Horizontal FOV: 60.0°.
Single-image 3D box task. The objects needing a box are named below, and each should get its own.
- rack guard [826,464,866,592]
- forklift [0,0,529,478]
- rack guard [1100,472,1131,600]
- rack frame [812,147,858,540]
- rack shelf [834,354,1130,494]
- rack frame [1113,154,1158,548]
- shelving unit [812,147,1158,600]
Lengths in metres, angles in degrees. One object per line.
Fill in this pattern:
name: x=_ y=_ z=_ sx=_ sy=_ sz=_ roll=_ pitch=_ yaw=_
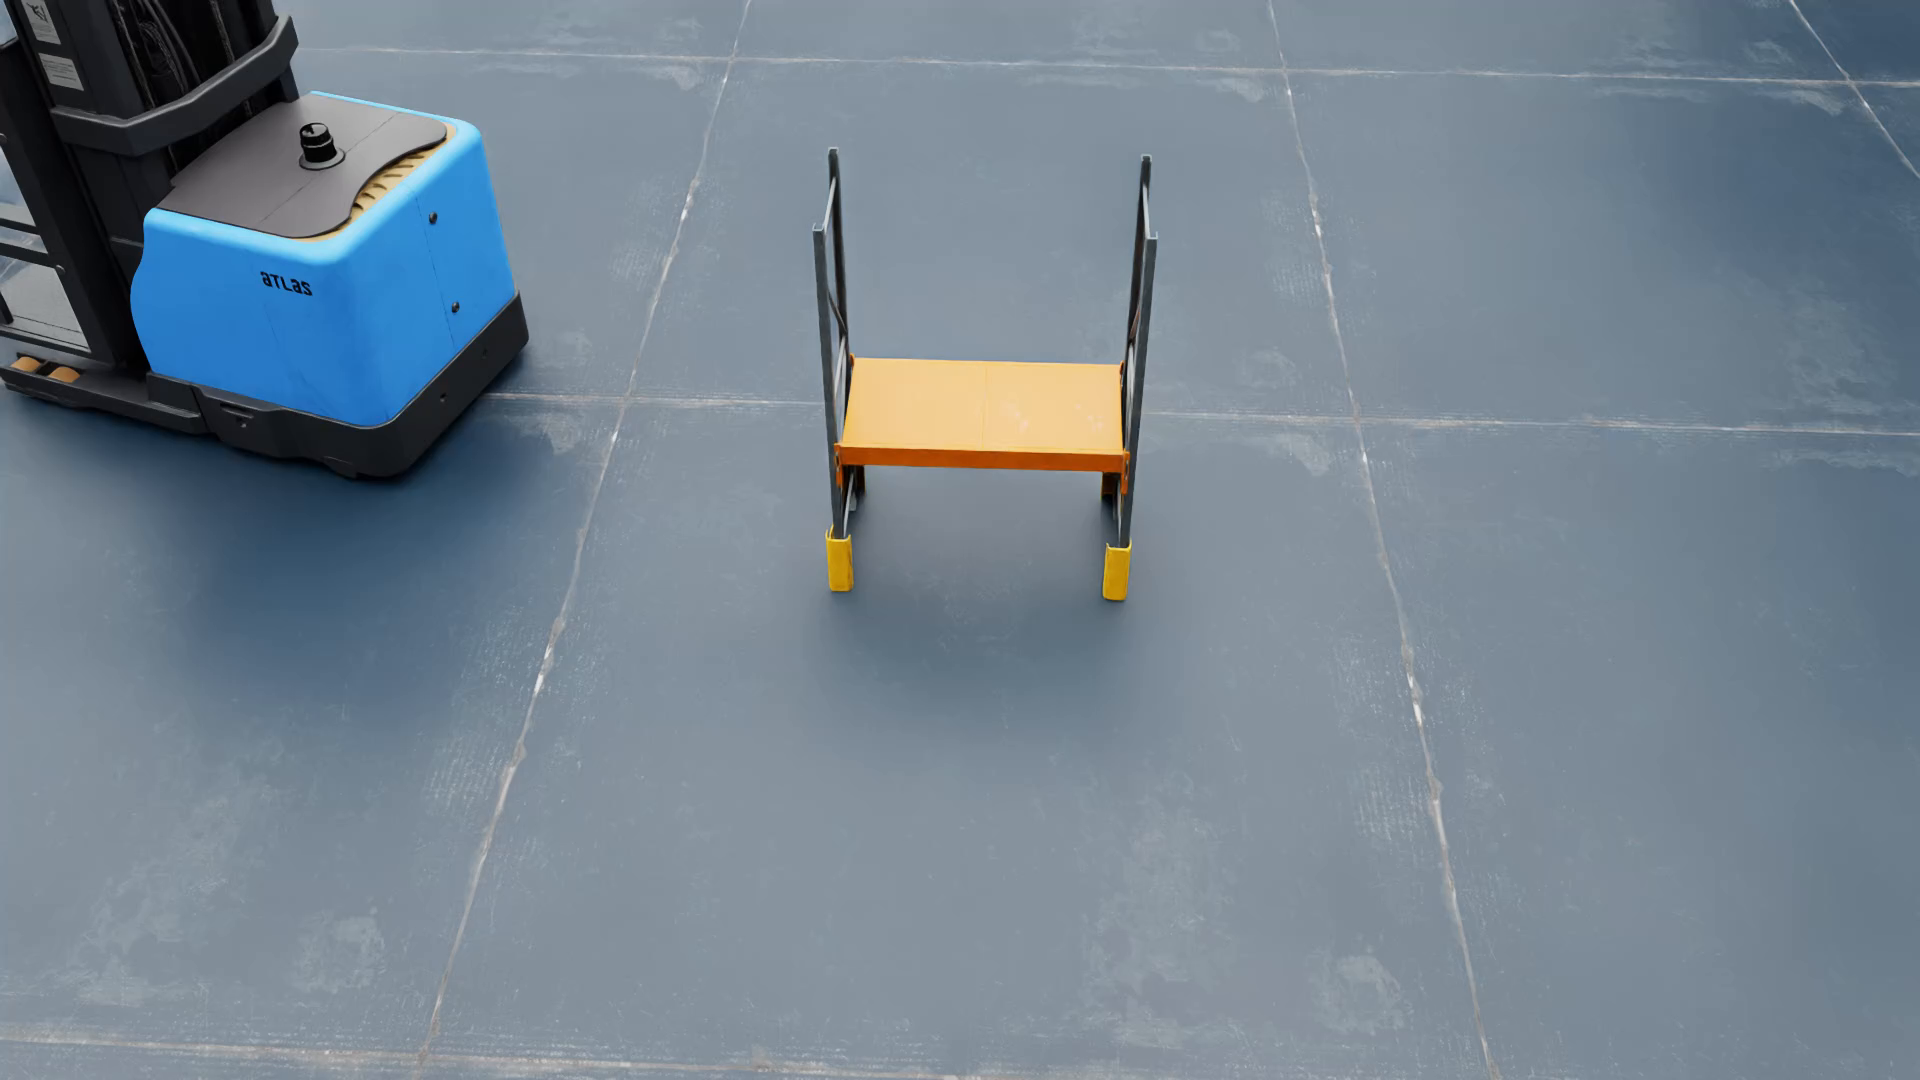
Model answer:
rack guard: x=-0.421 y=-0.104 z=6.179 sx=0.087 sy=0.250 sz=0.587 roll=2 pitch=43 yaw=2
forklift: x=-3.402 y=-1.937 z=6.179 sx=3.031 sy=2.935 sz=1.130 roll=14 pitch=45 yaw=15
rack guard: x=0.574 y=-0.074 z=6.146 sx=0.087 sy=0.250 sz=0.587 roll=2 pitch=43 yaw=2
rack frame: x=-0.423 y=-0.562 z=5.753 sx=0.032 sy=1.500 sz=0.500 roll=2 pitch=43 yaw=2
rack shelf: x=0.085 y=-0.415 z=5.859 sx=1.000 sy=0.185 sz=0.538 roll=2 pitch=43 yaw=2
rack frame: x=0.593 y=-0.531 z=5.719 sx=0.032 sy=1.500 sz=0.500 roll=2 pitch=43 yaw=2
shelving unit: x=0.076 y=-0.546 z=5.736 sx=1.083 sy=1.500 sz=0.587 roll=2 pitch=43 yaw=2
